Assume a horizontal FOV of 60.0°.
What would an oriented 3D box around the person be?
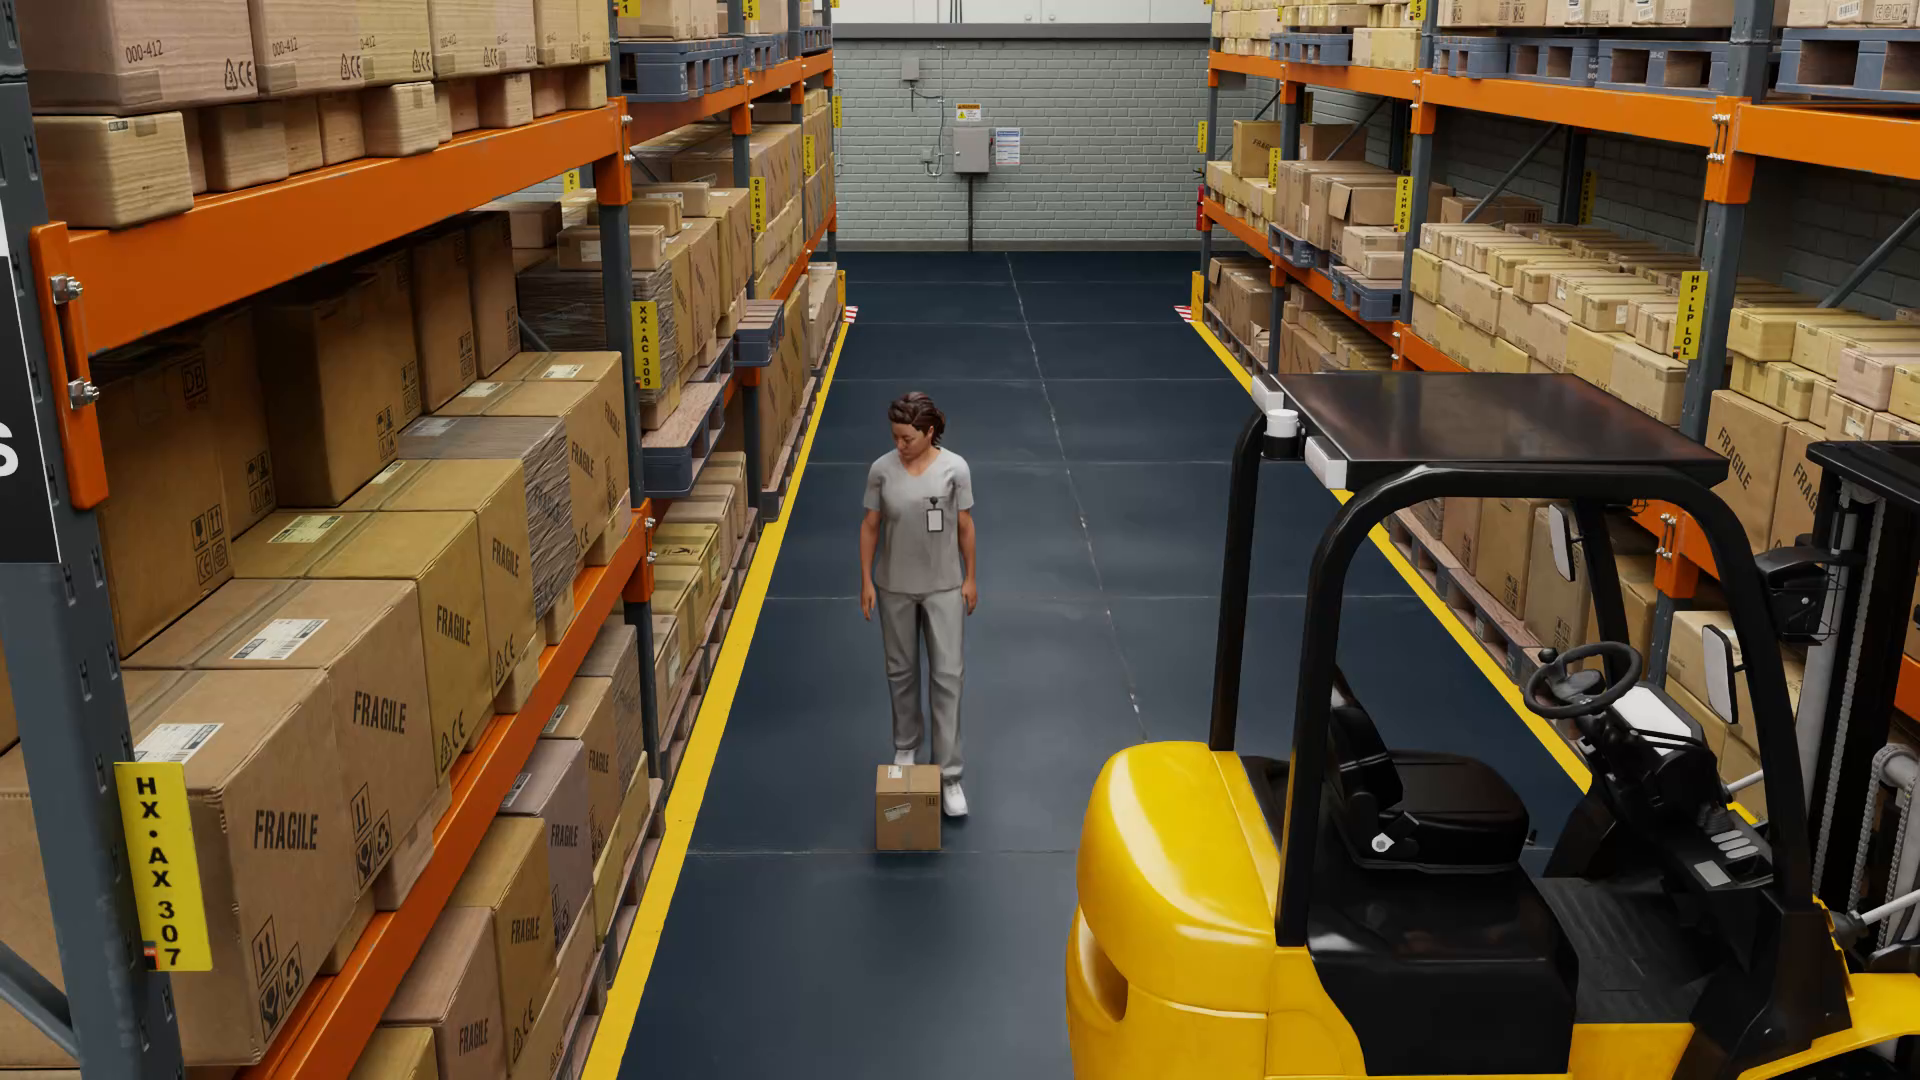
[{"bbox_3d":[-0.181,0.228,6.749,0.489,1.663,0.663,2,17,6],"label":"person"}]
